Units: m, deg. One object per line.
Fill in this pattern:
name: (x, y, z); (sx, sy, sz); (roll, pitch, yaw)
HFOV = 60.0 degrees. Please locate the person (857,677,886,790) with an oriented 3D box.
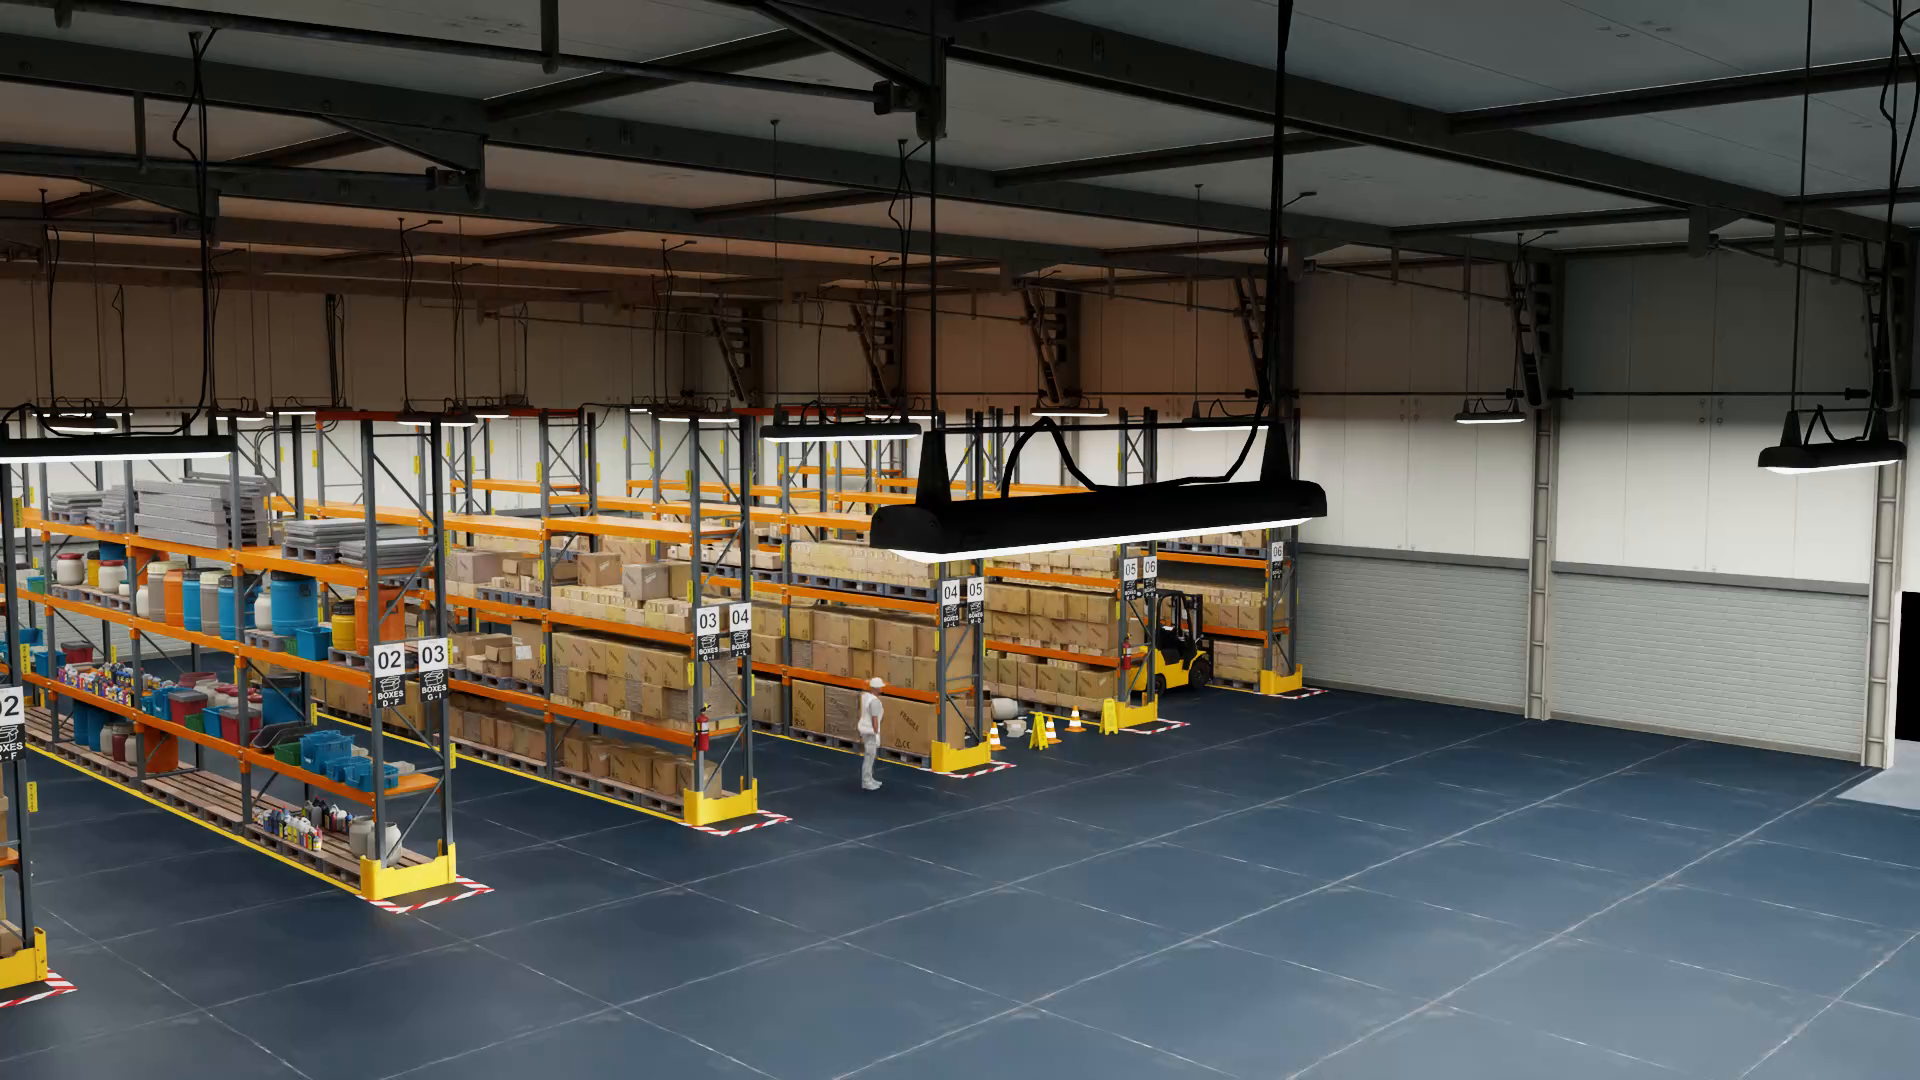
person: (-1.405, 3.088, 26.644); (0.450, 1.792, 0.605); (-1, 5, -13)
